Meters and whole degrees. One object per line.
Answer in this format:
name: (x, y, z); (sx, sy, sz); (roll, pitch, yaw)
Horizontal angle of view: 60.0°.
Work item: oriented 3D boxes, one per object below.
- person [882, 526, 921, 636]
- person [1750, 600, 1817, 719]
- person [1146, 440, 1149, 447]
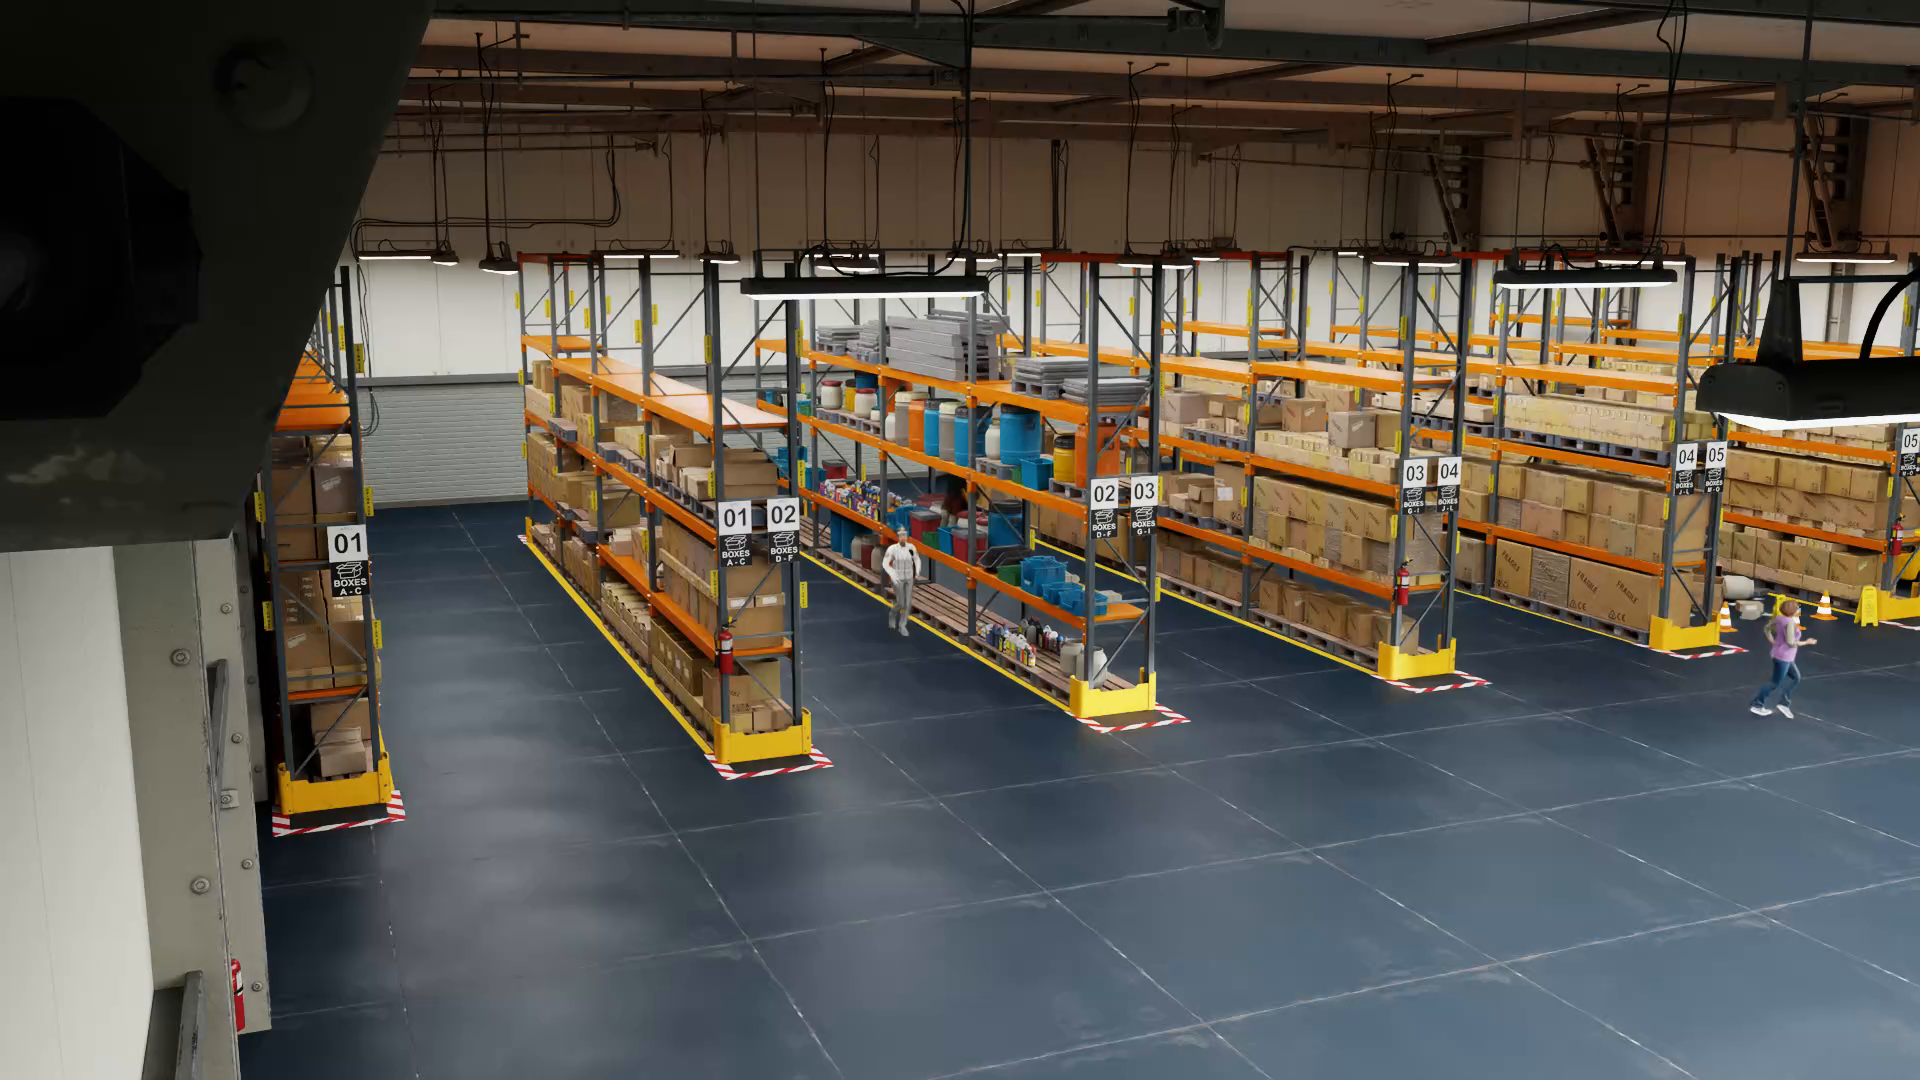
person: (-0.873, 0.606, 25.528); (0.615, 1.682, 0.539); (-4, 11, -20)
person: (10.871, 1.635, 21.956); (0.734, 1.525, 0.482); (3, 11, 15)
person: (4.906, -2.034, 41.725); (0.532, 1.616, 0.663); (-4, 11, -19)
